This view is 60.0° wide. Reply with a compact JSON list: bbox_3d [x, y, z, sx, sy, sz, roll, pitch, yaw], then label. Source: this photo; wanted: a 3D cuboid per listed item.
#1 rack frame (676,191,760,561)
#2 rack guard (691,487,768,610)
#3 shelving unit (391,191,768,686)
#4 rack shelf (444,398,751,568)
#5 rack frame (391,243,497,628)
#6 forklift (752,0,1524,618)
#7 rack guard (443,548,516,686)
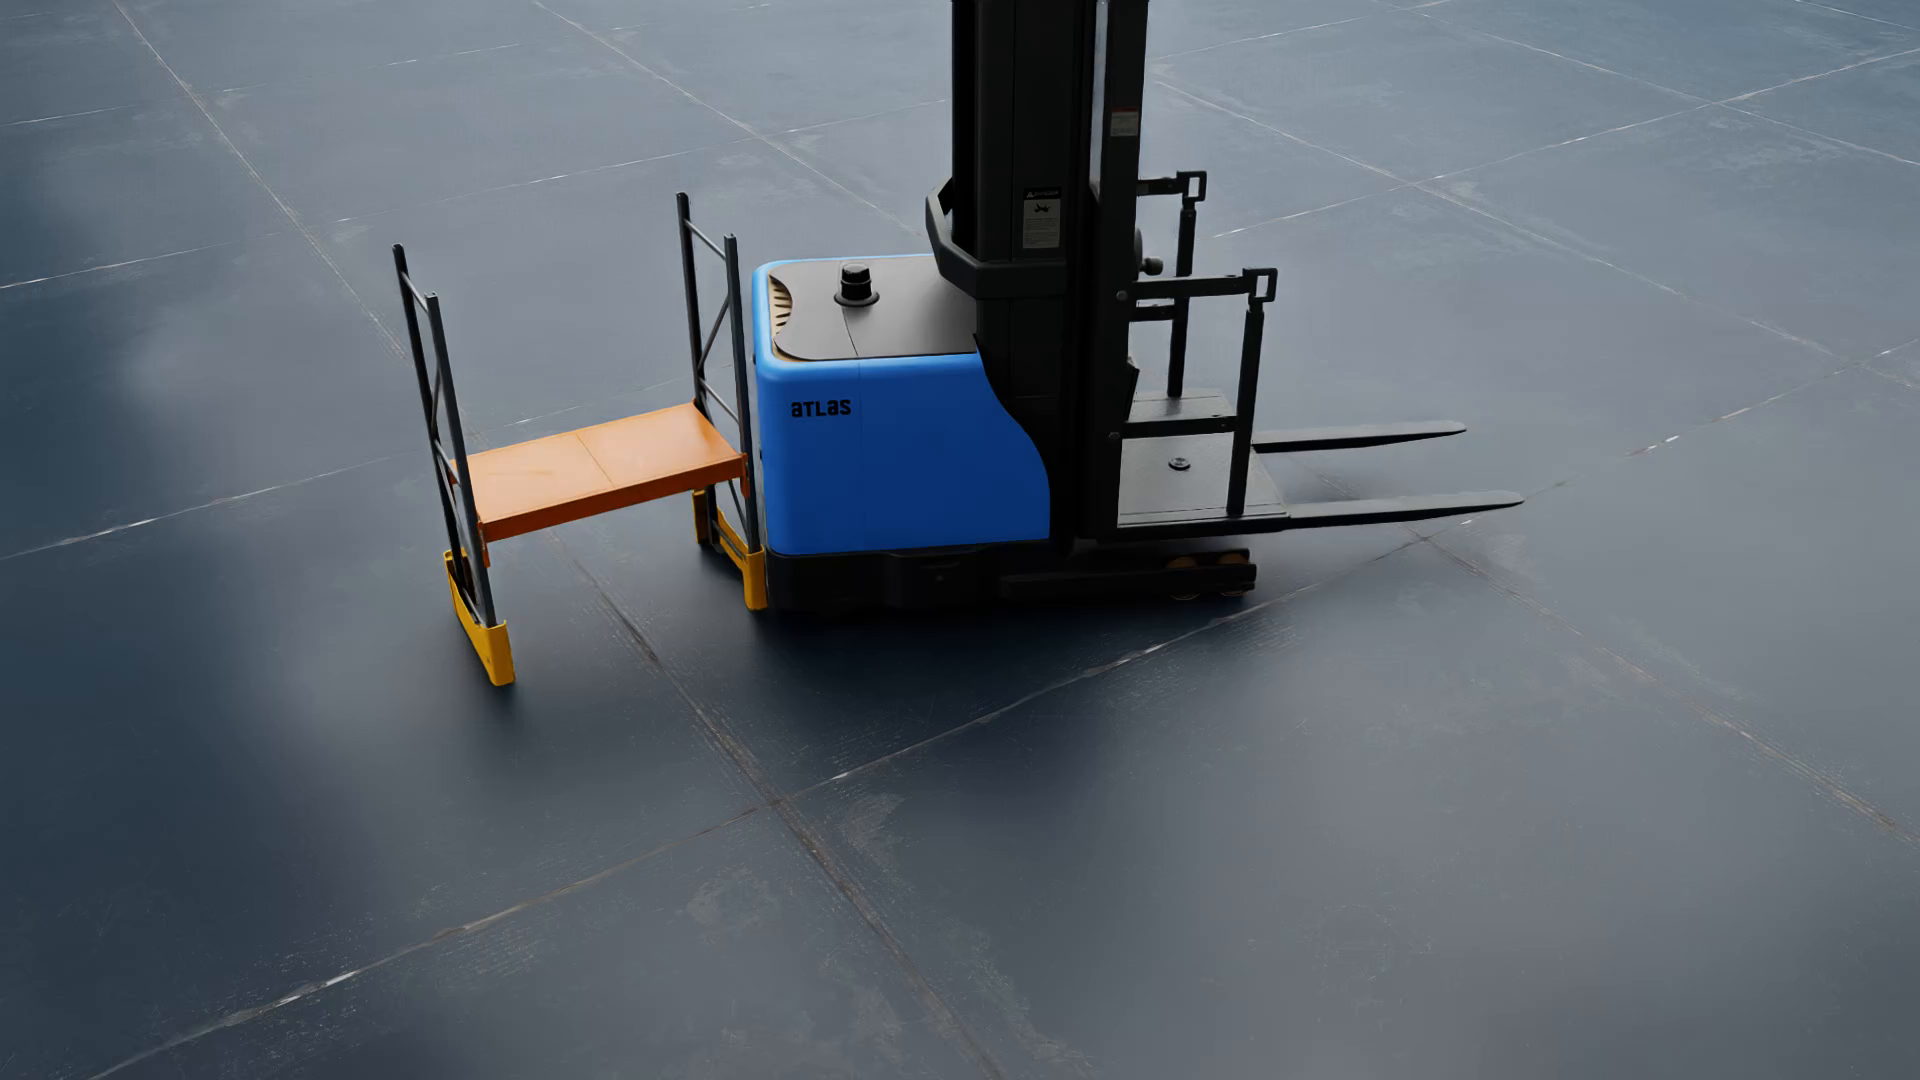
[{"bbox_3d":[-0.896,-0.513,6.250,0.032,1.500,0.500,-16,36,-24],"label":"rack frame"},{"bbox_3d":[-0.913,0.021,6.576,0.087,0.250,0.587,-16,36,-24],"label":"rack guard"},{"bbox_3d":[-1.349,-0.379,6.038,1.083,1.500,0.587,-16,36,-24],"label":"shelving unit"},{"bbox_3d":[-1.341,-0.229,6.138,1.000,0.185,0.538,-16,36,-24],"label":"rack shelf"},{"bbox_3d":[-1.786,-0.250,5.834,0.032,1.500,0.500,-16,36,-24],"label":"rack frame"},{"bbox_3d":[0.722,-1.281,6.127,3.031,2.935,1.130,-4,32,-6],"label":"forklift"},{"bbox_3d":[-1.785,0.278,6.168,0.087,0.250,0.587,-16,36,-24],"label":"rack guard"}]
